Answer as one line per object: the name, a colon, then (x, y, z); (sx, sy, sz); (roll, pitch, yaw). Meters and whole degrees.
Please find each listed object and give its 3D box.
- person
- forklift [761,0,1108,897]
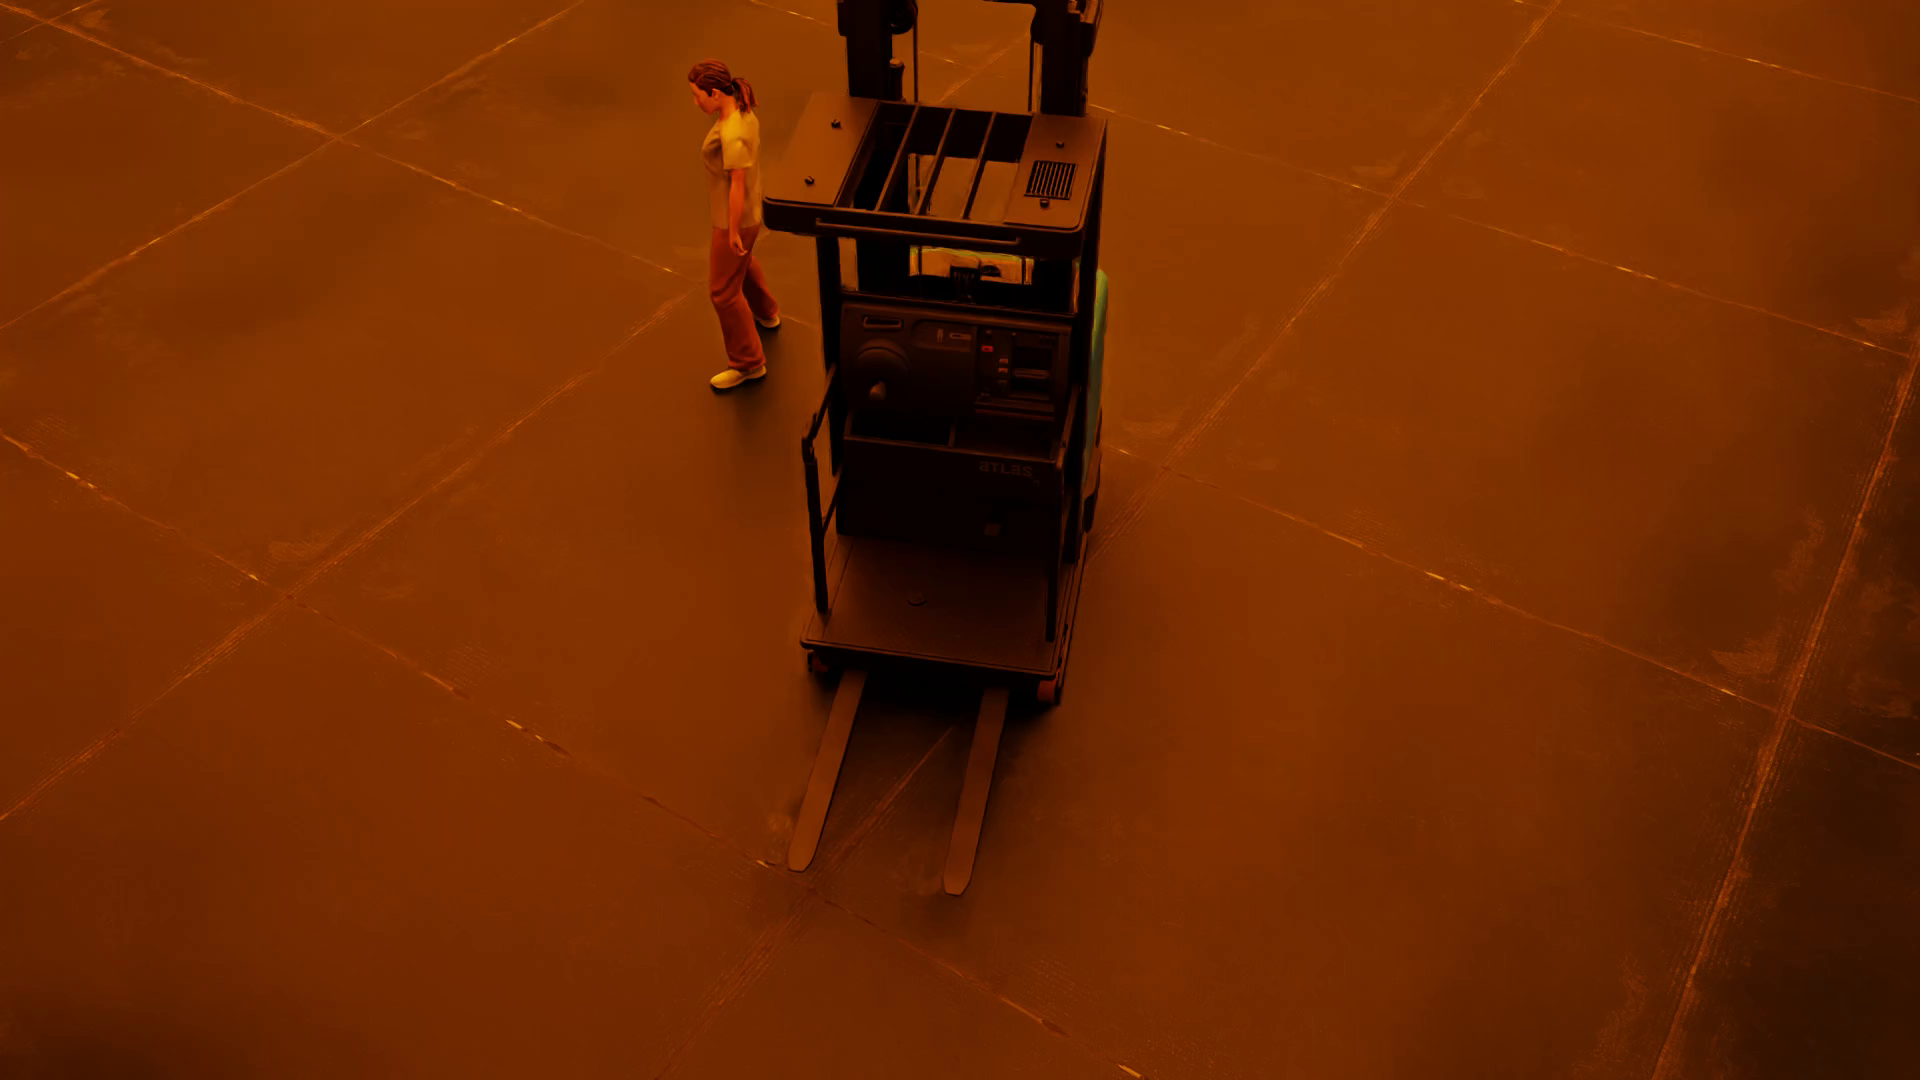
person: (-1.164, -1.663, 8.551); (0.346, 1.637, 0.831); (3, 44, 3)
forklift: (-0.059, -0.630, 6.513); (1.130, 2.935, 3.031); (7, 44, 7)
